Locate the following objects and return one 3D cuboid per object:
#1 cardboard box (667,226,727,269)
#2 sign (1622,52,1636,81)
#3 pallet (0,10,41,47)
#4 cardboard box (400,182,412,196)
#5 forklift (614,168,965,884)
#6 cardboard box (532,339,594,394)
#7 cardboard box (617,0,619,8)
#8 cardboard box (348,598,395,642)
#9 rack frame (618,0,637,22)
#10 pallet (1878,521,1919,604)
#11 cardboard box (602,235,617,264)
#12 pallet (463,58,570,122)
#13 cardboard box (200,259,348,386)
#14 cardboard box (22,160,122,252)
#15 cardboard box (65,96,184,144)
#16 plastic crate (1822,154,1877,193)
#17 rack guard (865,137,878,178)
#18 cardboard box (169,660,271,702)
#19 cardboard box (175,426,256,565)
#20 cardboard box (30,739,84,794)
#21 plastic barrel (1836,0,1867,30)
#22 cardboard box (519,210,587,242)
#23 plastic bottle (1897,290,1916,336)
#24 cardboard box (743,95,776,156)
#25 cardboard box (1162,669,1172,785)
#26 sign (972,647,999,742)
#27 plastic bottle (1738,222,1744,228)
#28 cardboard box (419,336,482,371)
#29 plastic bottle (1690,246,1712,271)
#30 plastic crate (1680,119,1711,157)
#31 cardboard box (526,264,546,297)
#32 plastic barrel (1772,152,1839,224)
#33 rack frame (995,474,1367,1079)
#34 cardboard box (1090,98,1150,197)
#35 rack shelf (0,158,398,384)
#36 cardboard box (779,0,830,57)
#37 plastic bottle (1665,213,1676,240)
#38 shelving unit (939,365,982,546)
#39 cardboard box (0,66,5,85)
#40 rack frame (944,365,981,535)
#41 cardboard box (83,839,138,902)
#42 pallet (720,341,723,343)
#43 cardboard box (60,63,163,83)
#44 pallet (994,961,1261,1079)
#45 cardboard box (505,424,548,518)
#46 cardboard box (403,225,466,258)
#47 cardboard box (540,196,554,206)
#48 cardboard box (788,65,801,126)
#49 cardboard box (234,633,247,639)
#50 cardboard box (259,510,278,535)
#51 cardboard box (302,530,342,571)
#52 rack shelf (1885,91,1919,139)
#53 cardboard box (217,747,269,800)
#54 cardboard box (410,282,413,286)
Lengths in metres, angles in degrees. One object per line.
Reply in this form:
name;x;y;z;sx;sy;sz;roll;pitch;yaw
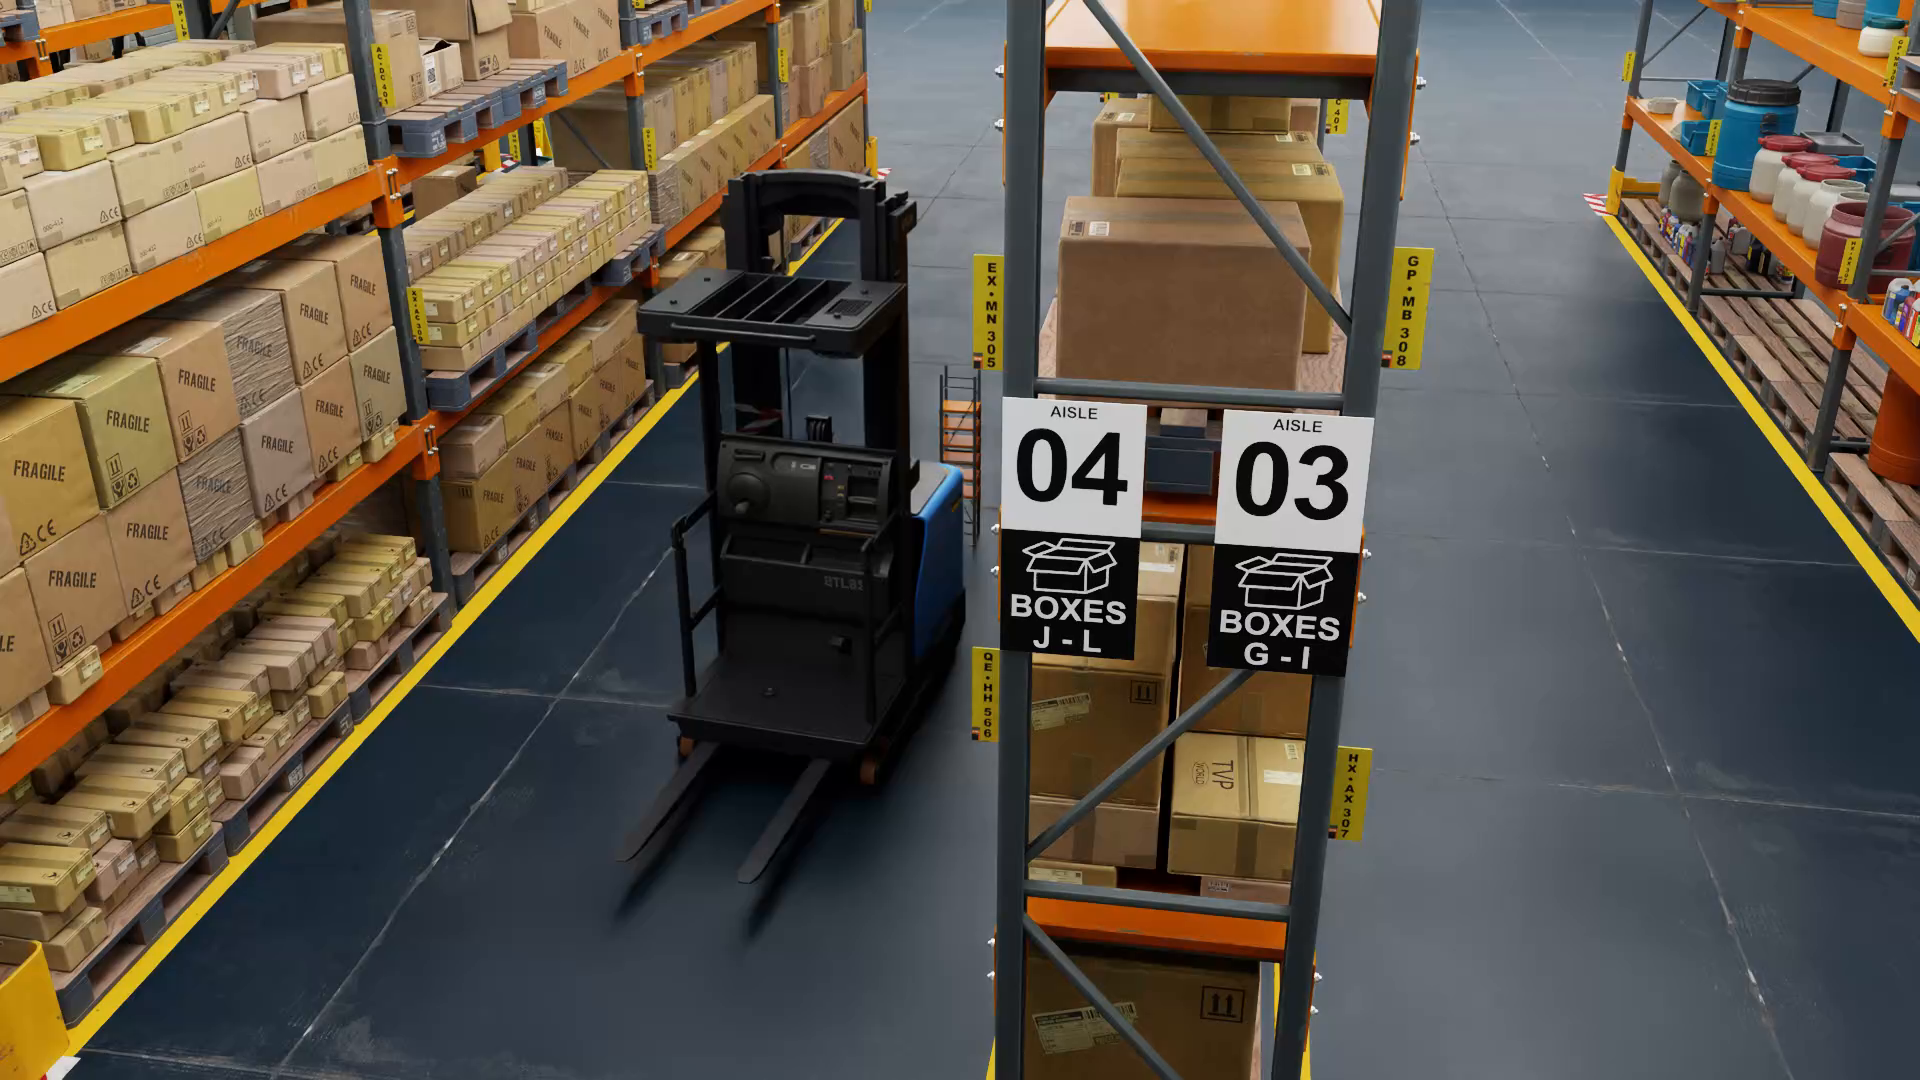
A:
cardboard box;-2.623;-2.370;14.933;1.050;0.750;0.750;4;25;9
sign;7.578;-5.366;18.850;0.100;0.325;0.005;4;25;9
pallet;-7.903;-3.885;12.696;1.213;0.211;1.003;5;26;11
cardboard box;-6.674;-4.177;19.383;0.500;0.250;0.500;4;25;8
forklift;-0.855;-0.245;8.315;1.130;2.935;3.031;7;26;14
cardboard box;-2.974;-1.254;11.960;0.500;0.250;0.500;5;25;10
cardboard box;-2.738;-4.193;12.814;0.380;0.149;0.250;3;25;6
cardboard box;-3.400;0.436;9.297;0.380;0.149;0.250;3;25;7
rack frame;-2.950;-5.301;11.961;1.000;3.000;0.127;4;25;9
pallet;6.523;0.249;10.469;1.003;0.211;1.213;4;25;9
cardboard box;-2.706;-2.107;12.014;0.380;0.149;0.250;4;25;8
pallet;-3.232;-2.869;10.525;1.213;0.211;1.003;4;25;9
cardboard box;-3.493;-1.112;8.439;0.500;0.500;0.500;3;25;7
cardboard box;-3.751;-1.350;6.644;0.500;0.250;0.500;4;25;9
cardboard box;-3.593;-1.809;7.155;0.380;0.149;0.250;4;25;8
plastic crate;7.593;-3.038;14.221;0.392;0.384;0.575;4;25;9
rack guard;-1.639;-4.808;20.932;1.175;0.500;0.348;4;25;9
cardboard box;-3.695;0.734;8.309;0.380;0.149;0.250;4;25;9
cardboard box;-3.680;-0.230;7.734;0.500;0.500;0.500;3;25;7
cardboard box;-4.302;1.032;7.672;0.380;0.149;0.250;3;25;6
plastic barrel;7.491;-4.612;13.436;0.600;0.901;0.600;0;25;0
cardboard box;-2.792;-2.153;11.410;0.380;0.149;0.250;5;26;11
plastic bottle;6.324;-1.509;11.074;0.061;0.283;0.133;4;25;9
cardboard box;-2.118;-4.066;16.279;0.500;0.500;0.500;4;25;8
cardboard box;0.520;0.648;6.154;0.500;0.250;0.500;4;25;8
sign;0.086;0.473;5.057;0.100;0.325;0.005;4;25;9
plastic bottle;8.162;-3.207;17.256;0.152;0.276;0.135;3;25;7
cardboard box;-3.086;-1.121;9.907;0.380;0.149;0.250;3;25;6
plastic bottle;7.287;-2.817;16.335;0.144;0.351;0.185;3;25;7
plastic crate;7.379;-3.942;16.310;0.499;0.251;0.616;4;25;9
cardboard box;-2.920;-1.693;10.780;0.380;0.149;0.250;5;26;11
plastic barrel;6.974;-2.898;13.742;0.433;0.535;0.433;0;25;0
rack frame;0.619;1.148;5.260;1.000;3.000;0.127;4;25;9
cardboard box;0.886;-1.400;6.433;0.700;0.500;0.500;5;26;11
rack shelf;-3.931;-1.107;7.388;1.077;0.370;4.000;4;25;9
cardboard box;-1.925;-5.643;18.316;0.875;0.550;0.500;4;25;9
plastic bottle;7.460;-3.284;17.428;0.097;0.271;0.097;0;25;0
shelving unit;0.002;-0.549;11.009;0.258;1.200;0.189;4;25;9
cardboard box;-11.614;-5.544;19.437;0.500;0.500;0.500;4;25;8
rack frame;0.017;-0.588;11.090;0.240;1.200;0.006;4;25;9
cardboard box;-3.818;1.416;7.203;0.380;0.149;0.250;4;25;8
pallet;-2.545;-2.154;15.604;1.003;0.211;1.213;4;25;9
cardboard box;-4.040;-2.178;7.943;0.380;0.149;0.250;3;25;7
pallet;0.672;2.071;6.577;1.003;0.211;1.213;4;25;9
cardboard box;-3.137;-0.481;11.193;0.500;0.500;0.500;5;26;11
cardboard box;-3.517;-1.984;11.049;0.380;0.149;0.250;3;25;6
cardboard box;-3.270;-2.493;12.489;0.380;0.149;0.250;5;26;11
cardboard box;-2.181;-4.712;17.601;0.875;0.550;0.550;4;25;9
cardboard box;-3.983;0.514;9.131;0.380;0.149;0.250;3;25;6
cardboard box;-3.633;-0.114;8.252;0.380;0.149;0.250;4;25;8
cardboard box;-3.865;0.050;9.770;0.380;0.149;0.250;5;26;11
rack shelf;6.486;-2.051;9.404;1.077;0.370;4.000;4;25;9
cardboard box;-3.636;1.136;8.153;0.380;0.149;0.250;3;25;6
cardboard box;-3.649;-1.516;10.401;0.380;0.149;0.250;5;26;11
